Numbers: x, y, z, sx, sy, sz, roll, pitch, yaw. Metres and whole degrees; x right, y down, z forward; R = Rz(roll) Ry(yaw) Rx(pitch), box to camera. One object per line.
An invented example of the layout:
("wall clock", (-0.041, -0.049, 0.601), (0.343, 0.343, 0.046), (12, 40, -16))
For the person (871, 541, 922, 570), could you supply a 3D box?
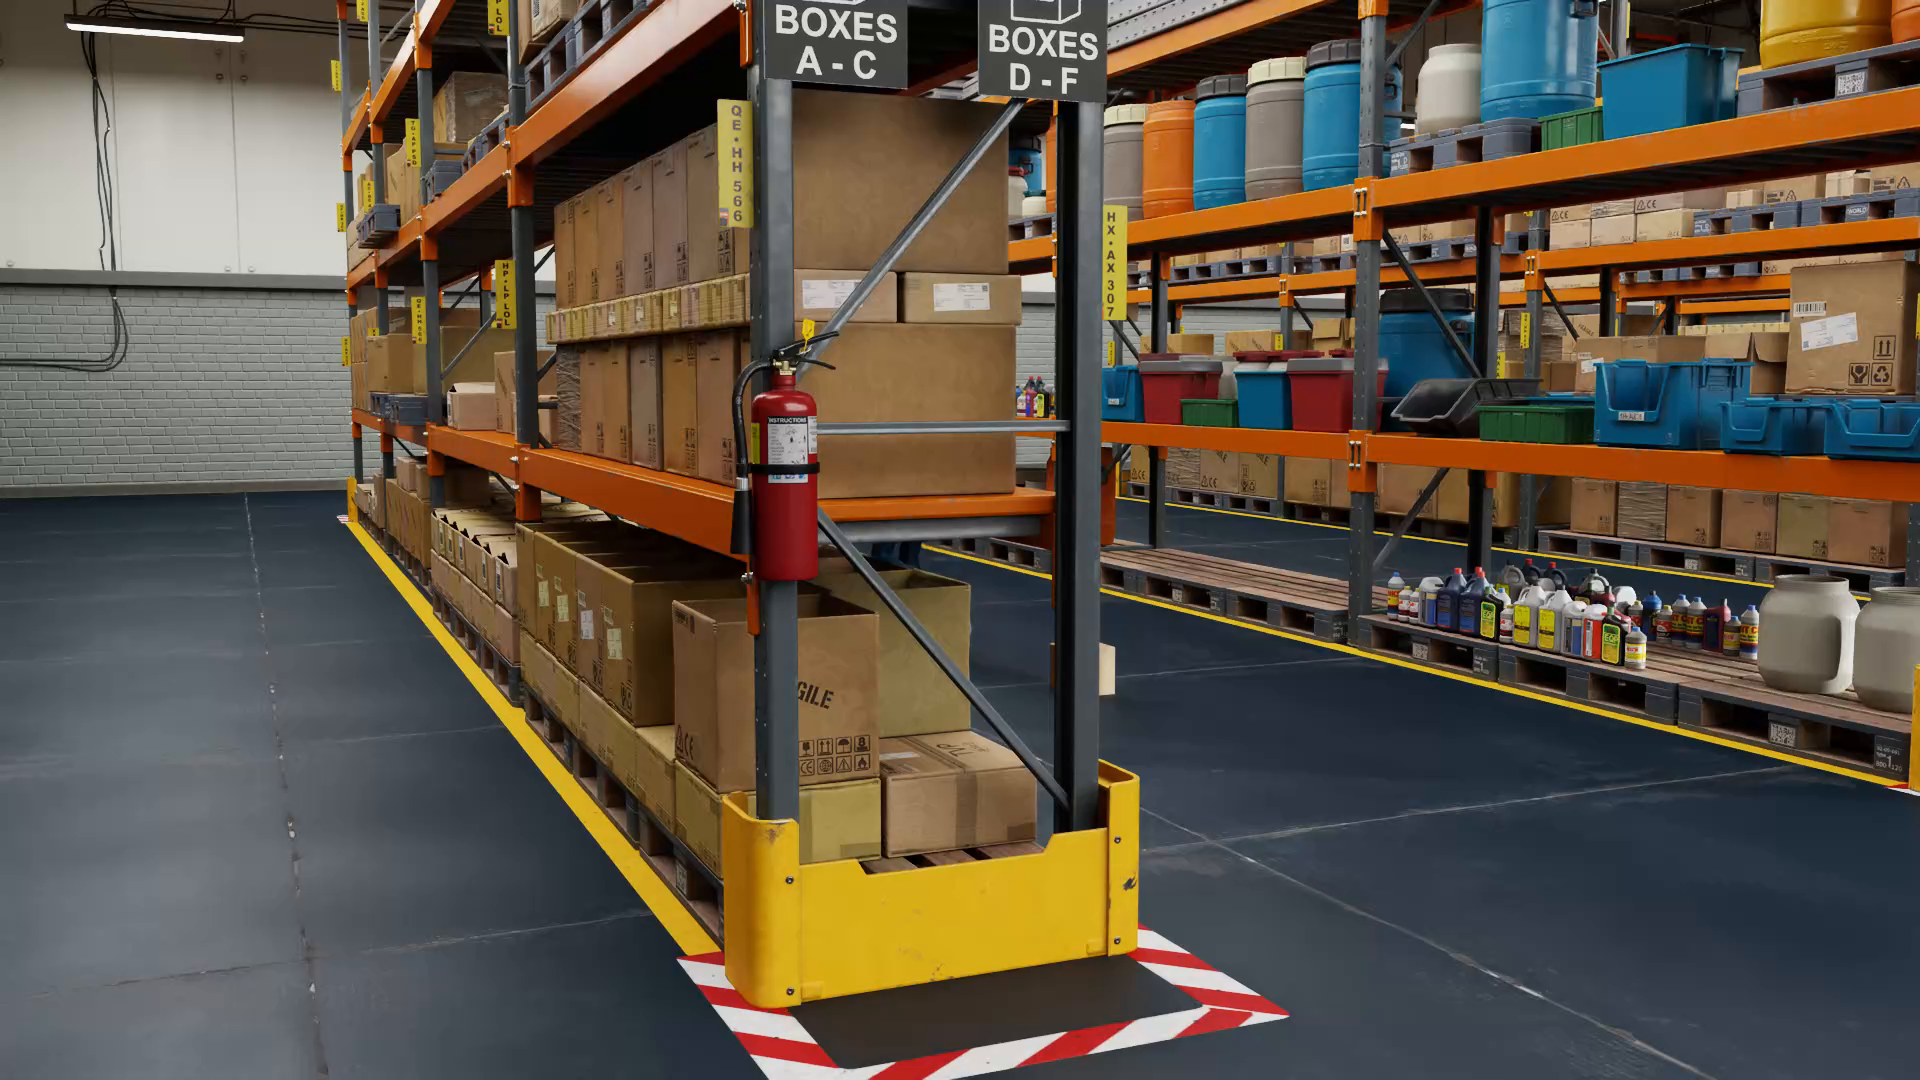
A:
("person", (-0.318, -0.190, 10.395), (0.425, 1.588, 0.546), (-3, 7, -31))
